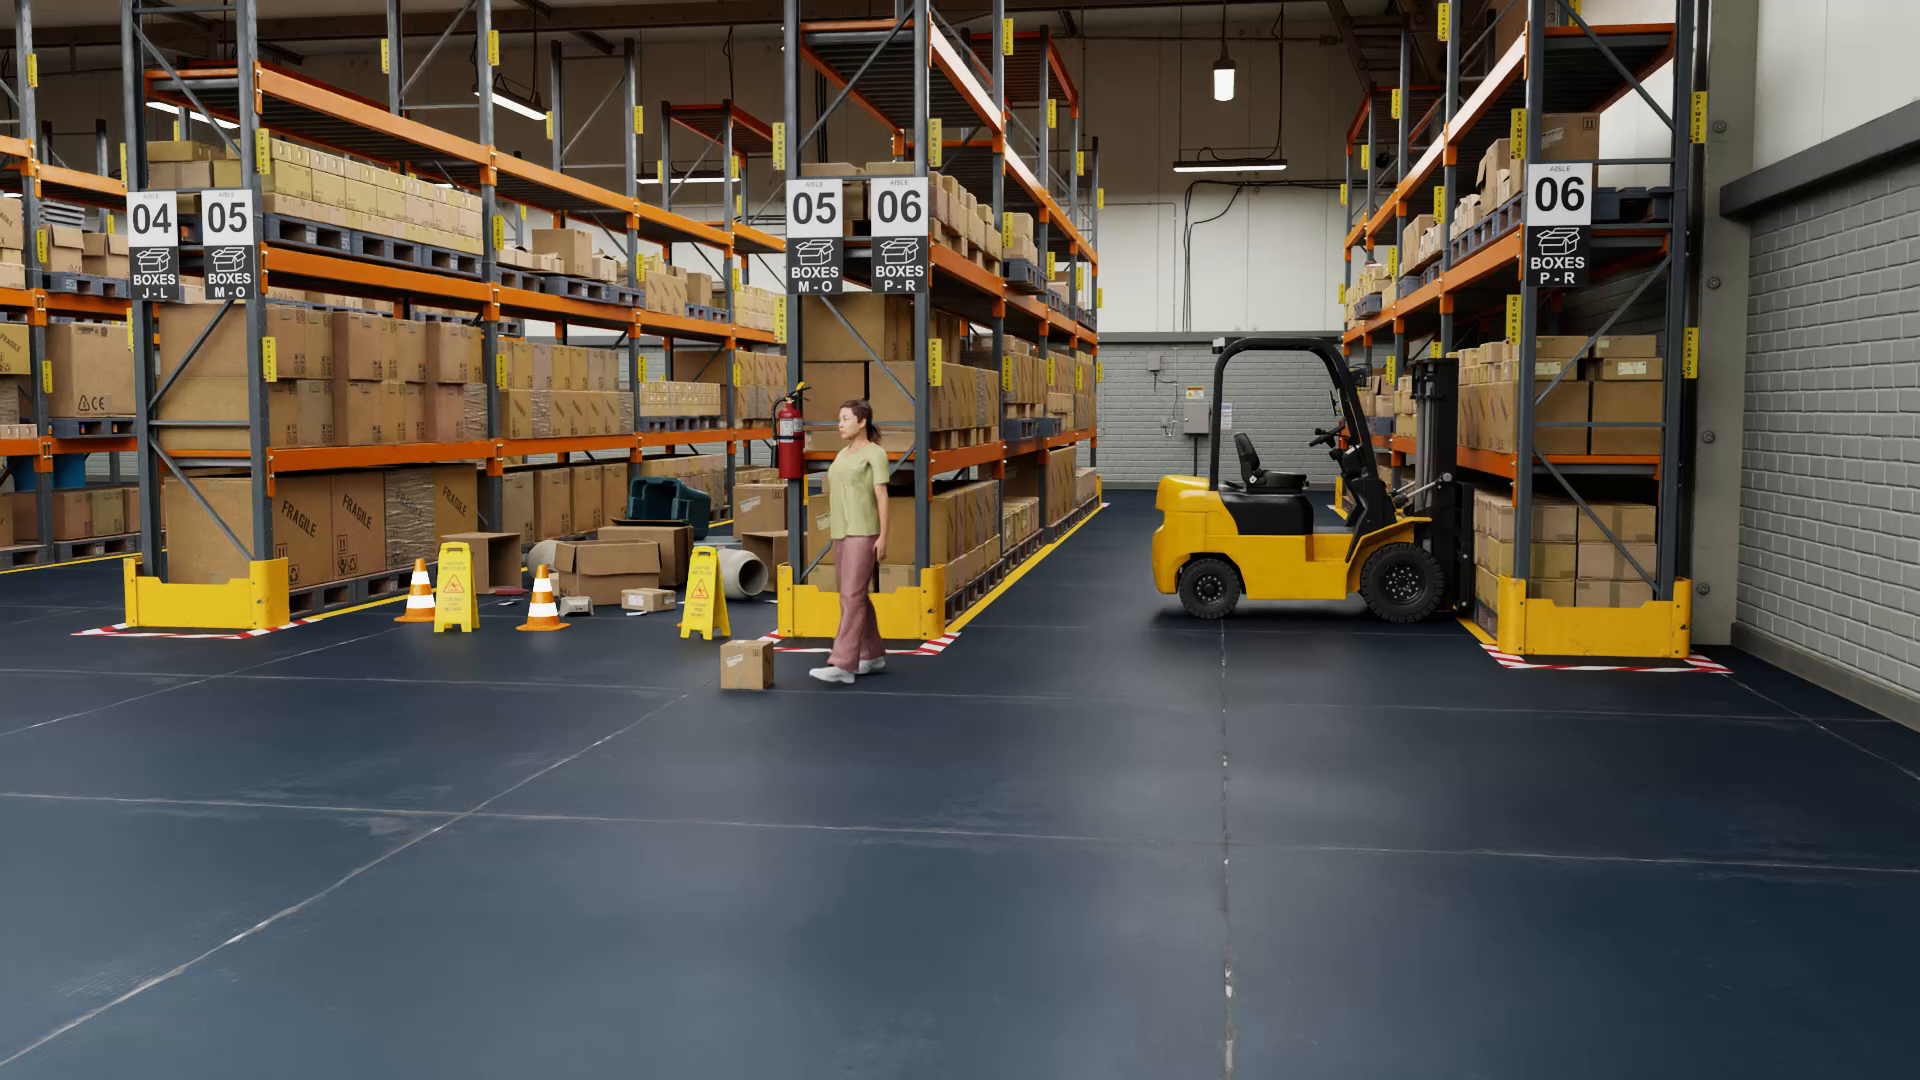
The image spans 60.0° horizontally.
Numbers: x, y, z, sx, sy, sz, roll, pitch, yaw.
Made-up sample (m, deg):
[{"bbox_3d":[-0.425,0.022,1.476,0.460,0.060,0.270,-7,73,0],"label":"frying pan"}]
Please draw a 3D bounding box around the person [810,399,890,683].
[{"bbox_3d":[-0.668,-0.003,9.862,0.716,1.659,0.447,-4,6,-41],"label":"person"}]
